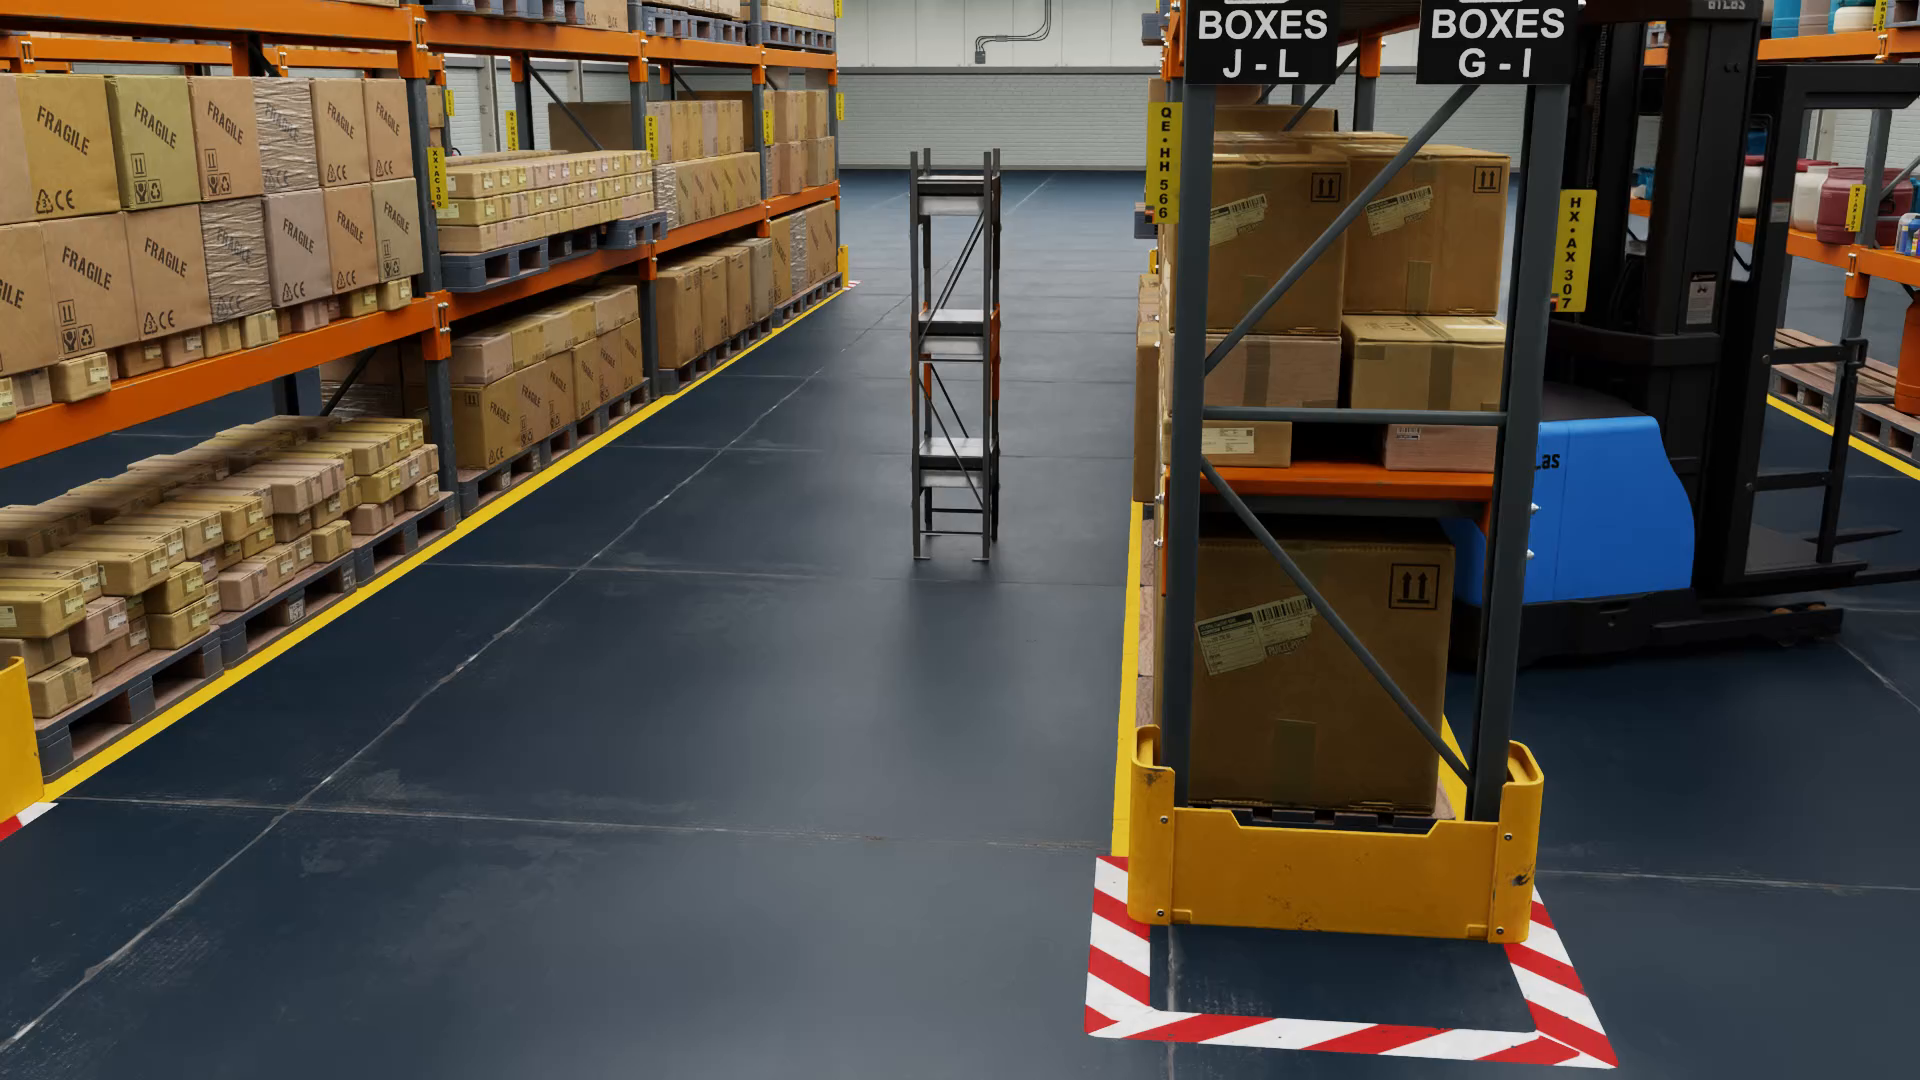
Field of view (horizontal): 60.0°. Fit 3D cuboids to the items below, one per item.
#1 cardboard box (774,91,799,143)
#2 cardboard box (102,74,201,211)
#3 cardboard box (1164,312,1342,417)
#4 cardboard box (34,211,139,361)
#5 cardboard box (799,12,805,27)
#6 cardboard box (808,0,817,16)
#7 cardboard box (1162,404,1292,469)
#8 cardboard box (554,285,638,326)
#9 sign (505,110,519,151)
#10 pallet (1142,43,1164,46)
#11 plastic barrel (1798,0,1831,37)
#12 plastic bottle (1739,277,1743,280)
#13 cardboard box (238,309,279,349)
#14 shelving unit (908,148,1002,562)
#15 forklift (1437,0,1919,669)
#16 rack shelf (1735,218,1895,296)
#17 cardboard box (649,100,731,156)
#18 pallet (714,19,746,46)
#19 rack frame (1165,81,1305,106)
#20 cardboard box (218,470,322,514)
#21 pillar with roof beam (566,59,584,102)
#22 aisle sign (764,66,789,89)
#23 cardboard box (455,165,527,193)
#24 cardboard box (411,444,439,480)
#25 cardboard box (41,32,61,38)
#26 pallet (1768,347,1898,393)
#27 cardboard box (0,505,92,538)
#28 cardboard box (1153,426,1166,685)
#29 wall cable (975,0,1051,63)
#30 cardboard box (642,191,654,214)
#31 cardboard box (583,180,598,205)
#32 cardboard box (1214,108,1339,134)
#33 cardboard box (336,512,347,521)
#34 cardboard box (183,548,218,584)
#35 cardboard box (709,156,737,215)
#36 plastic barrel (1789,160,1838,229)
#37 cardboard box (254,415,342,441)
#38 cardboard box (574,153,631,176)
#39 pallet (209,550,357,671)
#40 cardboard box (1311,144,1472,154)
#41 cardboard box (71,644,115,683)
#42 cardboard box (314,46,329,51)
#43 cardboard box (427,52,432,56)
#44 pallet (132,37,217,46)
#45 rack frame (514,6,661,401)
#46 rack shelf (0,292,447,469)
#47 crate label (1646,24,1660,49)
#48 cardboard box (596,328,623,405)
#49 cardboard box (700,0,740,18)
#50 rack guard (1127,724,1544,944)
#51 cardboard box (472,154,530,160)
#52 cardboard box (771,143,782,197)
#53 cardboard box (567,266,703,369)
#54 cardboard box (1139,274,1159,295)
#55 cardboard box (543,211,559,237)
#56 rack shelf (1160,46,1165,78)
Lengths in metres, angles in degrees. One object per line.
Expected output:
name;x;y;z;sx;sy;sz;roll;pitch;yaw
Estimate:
cardboard box;-2.242;-4.596;18.058;0.875;0.550;0.550;2;15;6
cardboard box;-3.370;-1.562;6.516;0.500;0.500;0.500;1;15;5
cardboard box;0.891;-0.546;5.153;0.500;0.250;0.500;1;15;5
cardboard box;-3.456;-0.953;6.180;0.500;0.500;0.500;2;15;6
cardboard box;-1.912;-5.683;18.170;0.380;0.149;0.250;2;15;7
cardboard box;-1.903;-6.039;18.722;0.500;0.250;0.500;2;15;6
cardboard box;0.813;-0.322;5.088;0.380;0.149;0.250;2;15;7
cardboard box;-2.730;-1.762;12.478;0.500;0.250;0.500;1;15;5
sign;-3.466;-3.163;12.895;0.100;0.325;0.005;2;15;6
pallet;2.279;-4.654;15.240;1.213;0.211;1.003;2;15;6
plastic barrel;7.460;-4.690;14.053;0.600;0.901;0.600;0;15;0
plastic bottle;7.901;-2.488;16.847;0.144;0.351;0.185;1;15;4
cardboard box;-3.270;-0.941;7.378;0.380;0.149;0.250;2;15;7
shelving unit;-0.019;-0.971;8.729;0.431;2.100;0.503;2;15;6
forklift;3.452;-1.069;7.502;3.031;2.935;1.130;-4;16;-16
rack shelf;7.150;-2.442;13.824;1.077;0.370;4.000;2;15;6
cardboard box;-2.569;-3.895;15.711;0.700;0.500;0.500;1;15;5
pallet;-2.517;-4.742;15.574;0.805;0.209;1.217;1;15;4
rack frame;2.003;-2.416;12.351;1.000;3.000;0.127;2;15;6
cardboard box;-3.221;-0.224;7.763;0.380;0.149;0.250;1;15;4
pillar with roof beam;-5.862;-13.768;42.840;9.100;9.000;0.400;2;15;6
aisle sign;-2.301;-5.946;20.423;0.394;0.787;0.004;2;15;6
cardboard box;-2.807;-2.147;9.894;0.380;0.149;0.250;2;15;7
cardboard box;-3.085;-0.430;9.094;0.380;0.149;0.250;2;15;7
cardboard box;-7.610;-4.234;13.585;0.396;0.266;0.258;2;15;6
pallet;7.191;-1.440;14.082;1.003;0.211;1.213;2;15;6
cardboard box;-3.953;-0.043;7.092;0.380;0.149;0.250;2;15;8
cardboard box;1.196;0.077;6.396;0.875;0.875;0.875;2;15;6
wall cable;1.615;-17.534;50.252;2.305;6.003;0.169;2;15;6
cardboard box;-2.513;-2.529;12.443;0.380;0.149;0.250;2;15;7
cardboard box;-2.660;-2.337;11.167;0.380;0.149;0.250;2;15;8
cardboard box;1.616;-2.077;8.984;0.797;0.503;0.637;1;15;5
cardboard box;-3.299;-0.066;8.316;0.380;0.149;0.250;1;15;5
cardboard box;-3.403;0.117;7.068;0.380;0.149;0.250;1;15;4
cardboard box;-2.370;-3.269;15.313;0.500;0.500;0.500;2;15;7
plastic barrel;6.918;-2.829;13.618;0.433;0.535;0.433;0;15;0
cardboard box;-3.610;-0.582;9.084;0.380;0.149;0.250;2;15;9
cardboard box;-2.574;-2.684;11.877;0.380;0.149;0.250;2;15;8
pallet;-3.541;0.288;7.694;1.003;0.211;1.213;2;15;6
cardboard box;1.532;-1.155;5.969;0.500;0.500;0.500;1;15;5
cardboard box;-3.491;0.463;6.360;0.380;0.149;0.250;2;15;6
cardboard box;-7.042;-5.343;17.912;0.380;0.149;0.250;2;15;8
cardboard box;-6.703;-6.009;20.373;0.380;0.149;0.250;2;15;7
pallet;-7.682;-4.677;15.325;1.213;0.211;1.003;2;15;6
rack frame;-2.914;-2.589;12.989;1.000;3.000;0.127;2;15;6
rack shelf;-3.591;-0.685;7.327;1.077;0.370;4.000;2;15;6
crate label;7.288;-5.246;17.354;0.502;0.251;0.408;2;15;6
cardboard box;-2.791;-1.272;12.103;0.500;0.500;0.500;2;15;9
cardboard box;-2.383;-5.065;15.690;0.500;0.250;0.500;2;15;7
rack guard;1.098;0.872;4.981;1.175;0.500;0.348;2;15;6
cardboard box;-3.249;-2.641;11.720;0.380;0.149;0.250;1;15;4
cardboard box;-2.393;-3.938;17.691;0.875;0.550;0.550;2;15;6
cardboard box;-2.756;-1.861;13.802;1.050;0.750;0.750;1;15;5
cardboard box;1.905;-1.415;11.914;1.225;0.875;0.875;1;15;4
cardboard box;-2.748;-1.989;10.448;0.380;0.149;0.250;1;15;4
rack shelf;2.229;-4.036;13.972;1.077;0.370;4.000;2;15;6
